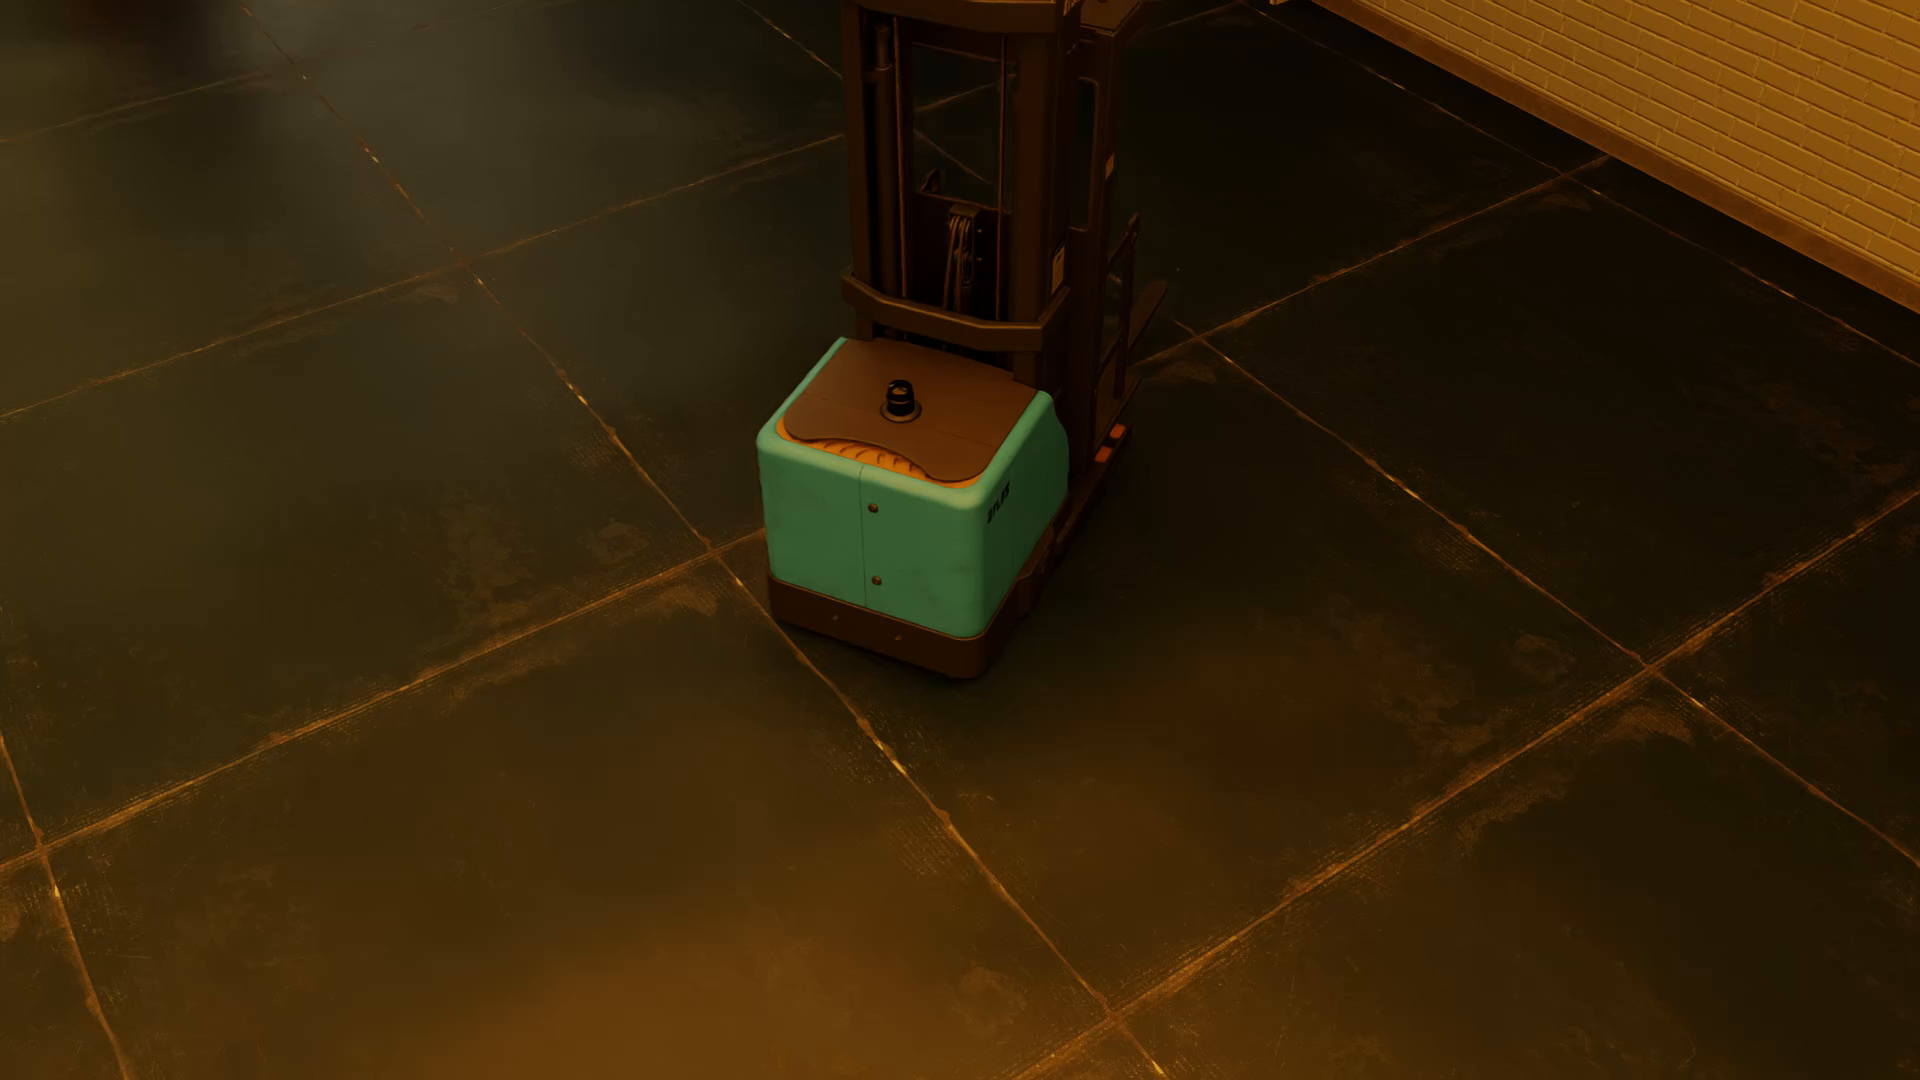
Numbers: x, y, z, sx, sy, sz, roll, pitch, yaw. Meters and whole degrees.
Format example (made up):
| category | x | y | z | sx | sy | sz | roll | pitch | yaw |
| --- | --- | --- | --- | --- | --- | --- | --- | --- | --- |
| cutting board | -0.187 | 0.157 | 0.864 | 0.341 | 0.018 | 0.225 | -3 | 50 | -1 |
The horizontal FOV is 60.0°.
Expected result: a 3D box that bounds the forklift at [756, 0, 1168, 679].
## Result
| category | x | y | z | sx | sy | sz | roll | pitch | yaw |
| --- | --- | --- | --- | --- | --- | --- | --- | --- | --- |
| forklift | 0.213 | -1.487 | 7.329 | 1.130 | 2.935 | 3.031 | 17 | 45 | 17 |
